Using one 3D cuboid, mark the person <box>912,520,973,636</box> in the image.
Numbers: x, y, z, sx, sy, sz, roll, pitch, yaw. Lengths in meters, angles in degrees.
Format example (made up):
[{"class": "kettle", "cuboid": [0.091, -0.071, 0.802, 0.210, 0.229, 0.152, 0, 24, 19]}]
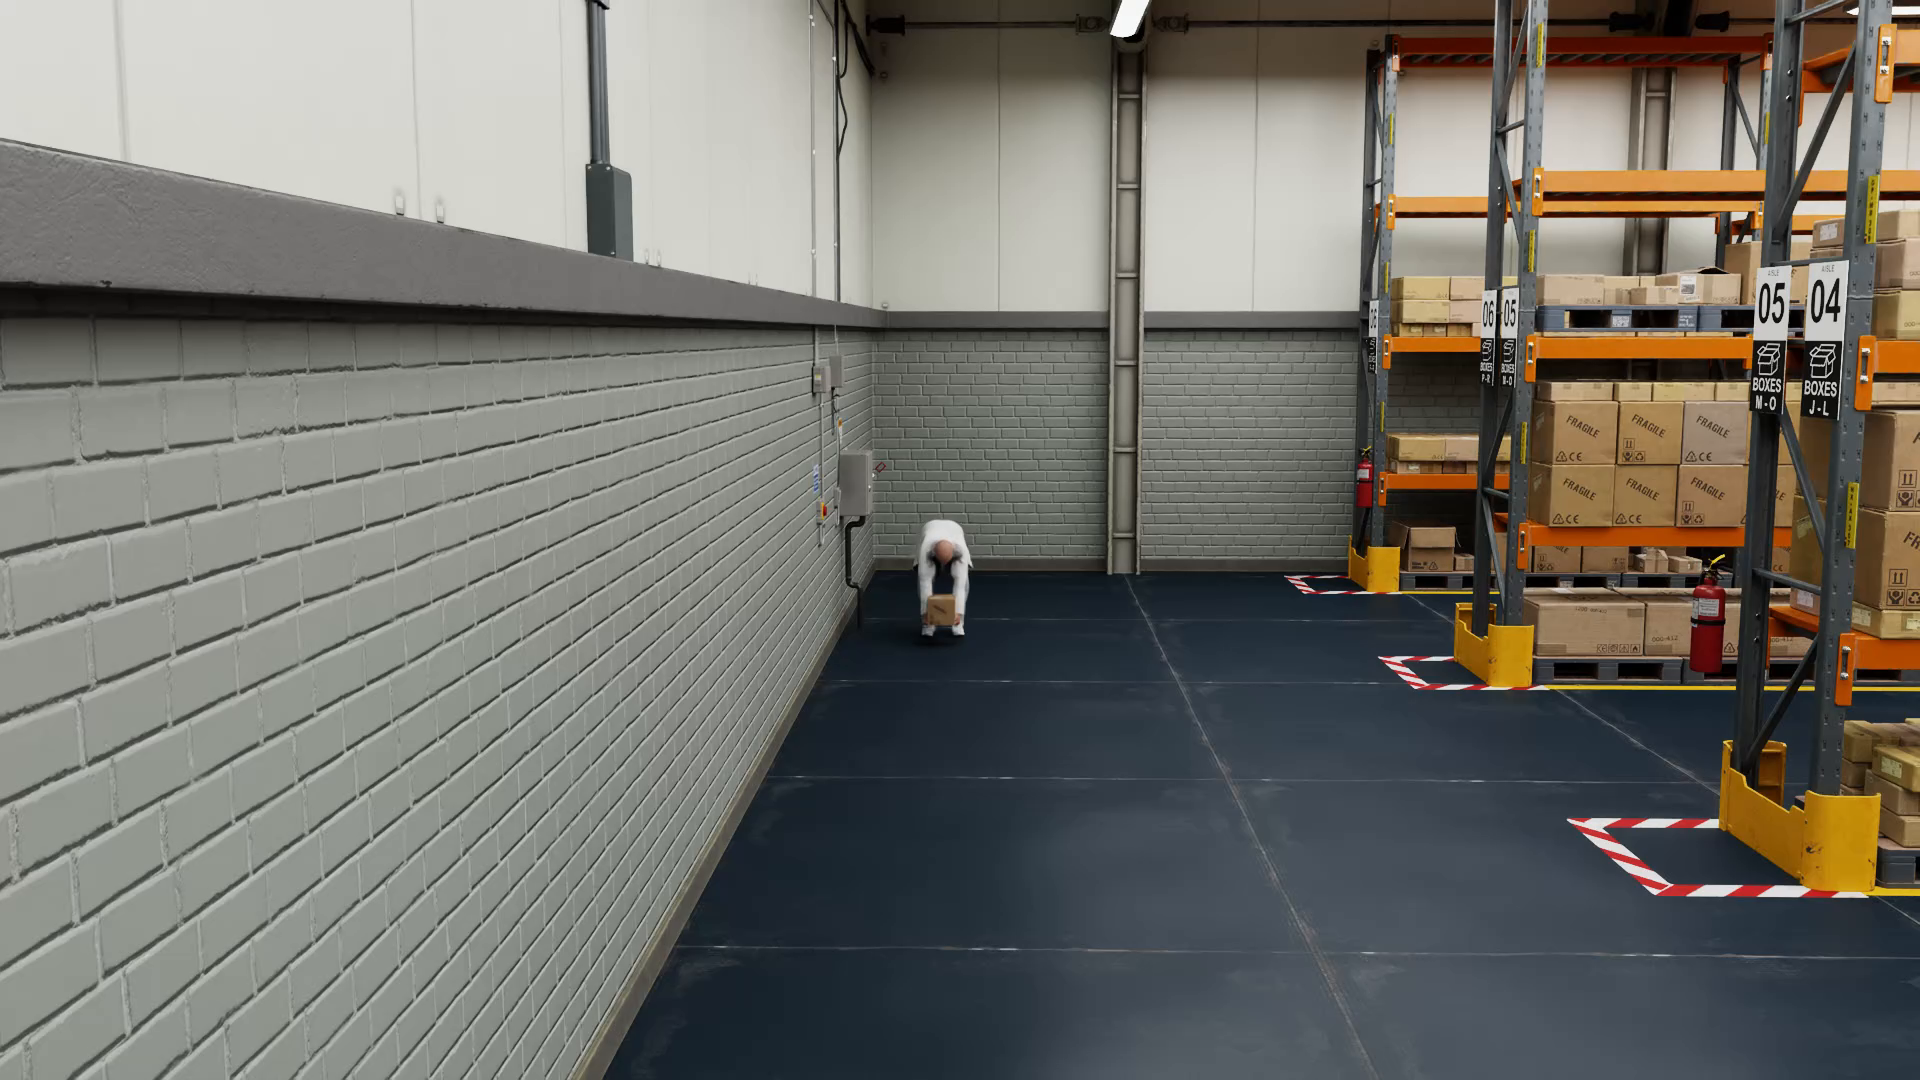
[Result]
[{"class": "person", "cuboid": [-0.161, 0.380, 15.546, 0.579, 1.090, 0.950, 0, 7, -1]}]
